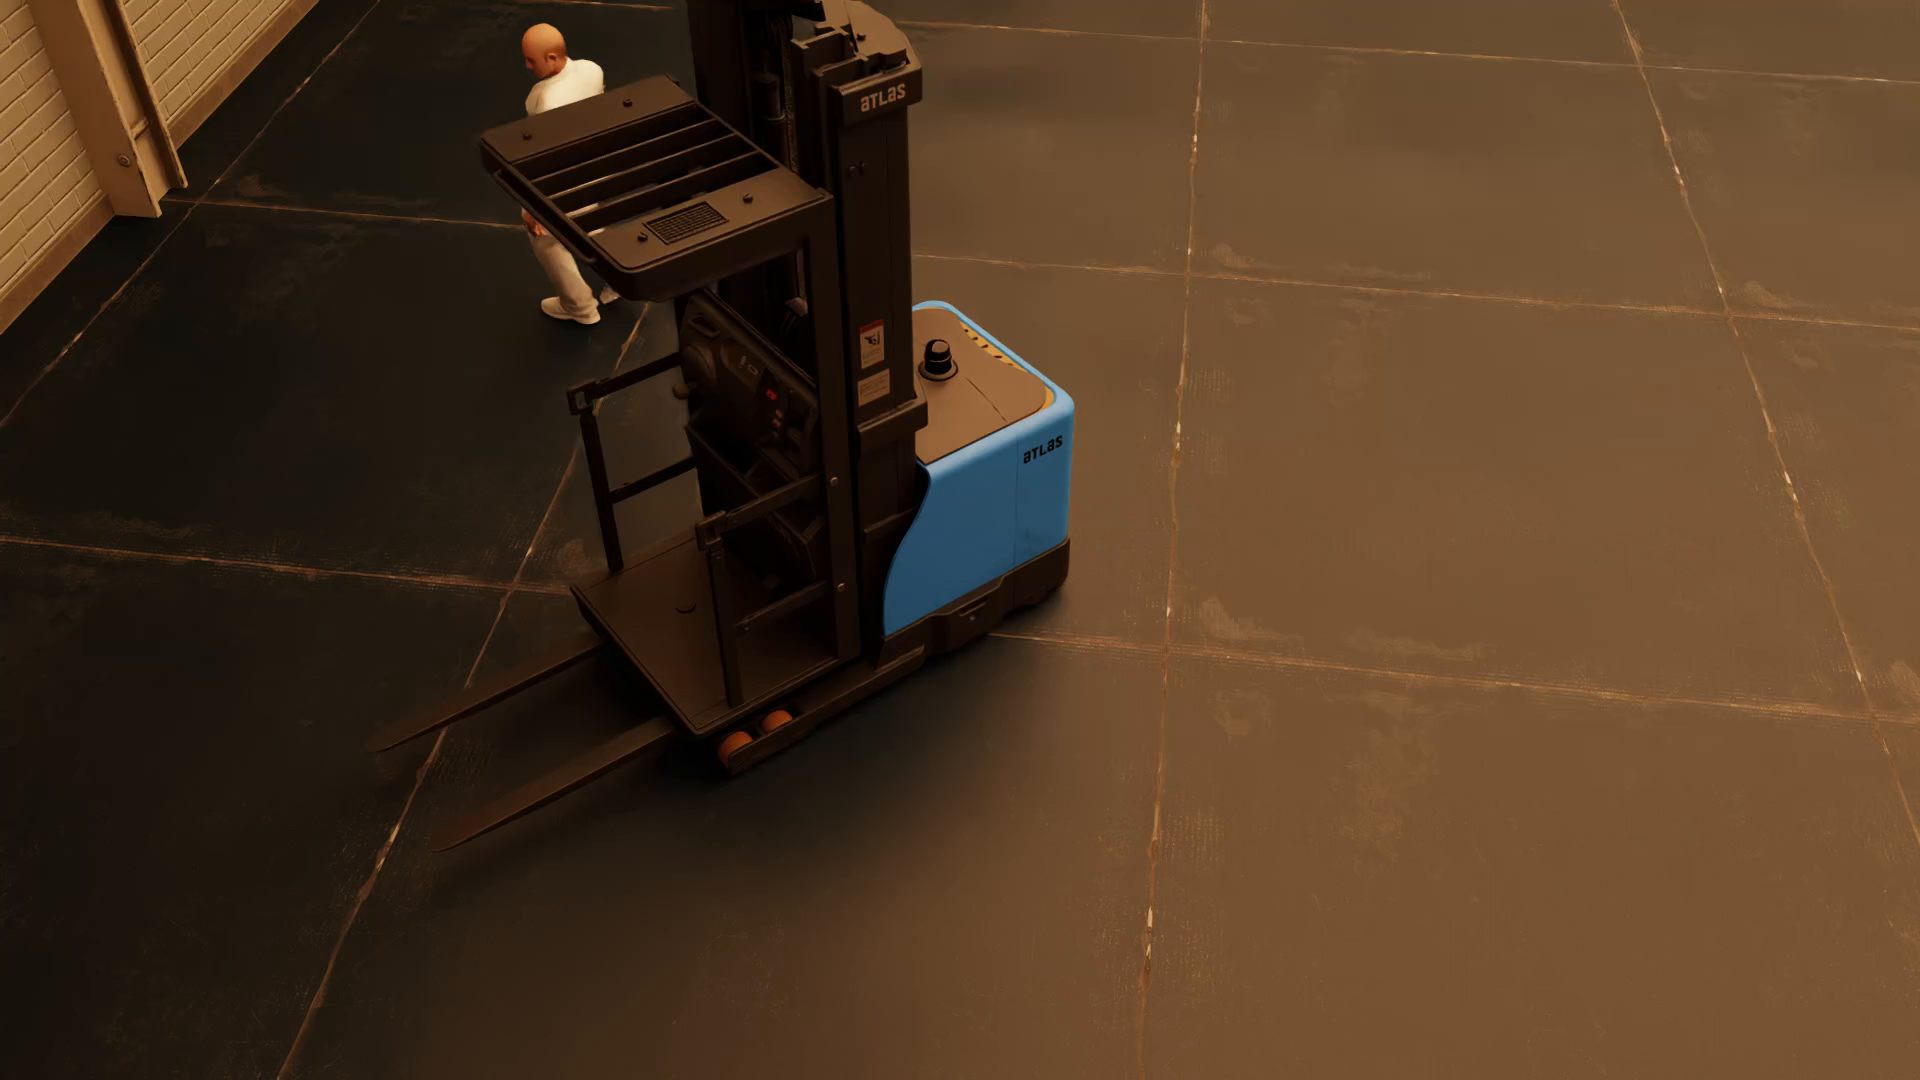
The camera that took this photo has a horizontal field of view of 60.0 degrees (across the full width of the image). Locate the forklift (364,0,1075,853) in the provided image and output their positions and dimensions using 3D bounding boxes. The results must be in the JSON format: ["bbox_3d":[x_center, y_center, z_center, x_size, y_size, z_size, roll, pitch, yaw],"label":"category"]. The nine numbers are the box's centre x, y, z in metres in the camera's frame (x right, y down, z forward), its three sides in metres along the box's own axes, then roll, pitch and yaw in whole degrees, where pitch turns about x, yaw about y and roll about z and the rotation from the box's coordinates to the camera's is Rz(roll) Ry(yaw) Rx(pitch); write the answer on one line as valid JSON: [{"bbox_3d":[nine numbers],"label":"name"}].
[{"bbox_3d":[-0.984,-0.534,6.305,3.031,2.935,1.130,-27,49,-26],"label":"forklift"}]

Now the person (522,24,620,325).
[{"bbox_3d":[-2.080,-1.860,8.639,0.568,1.736,0.804,19,46,19],"label":"person"}]
